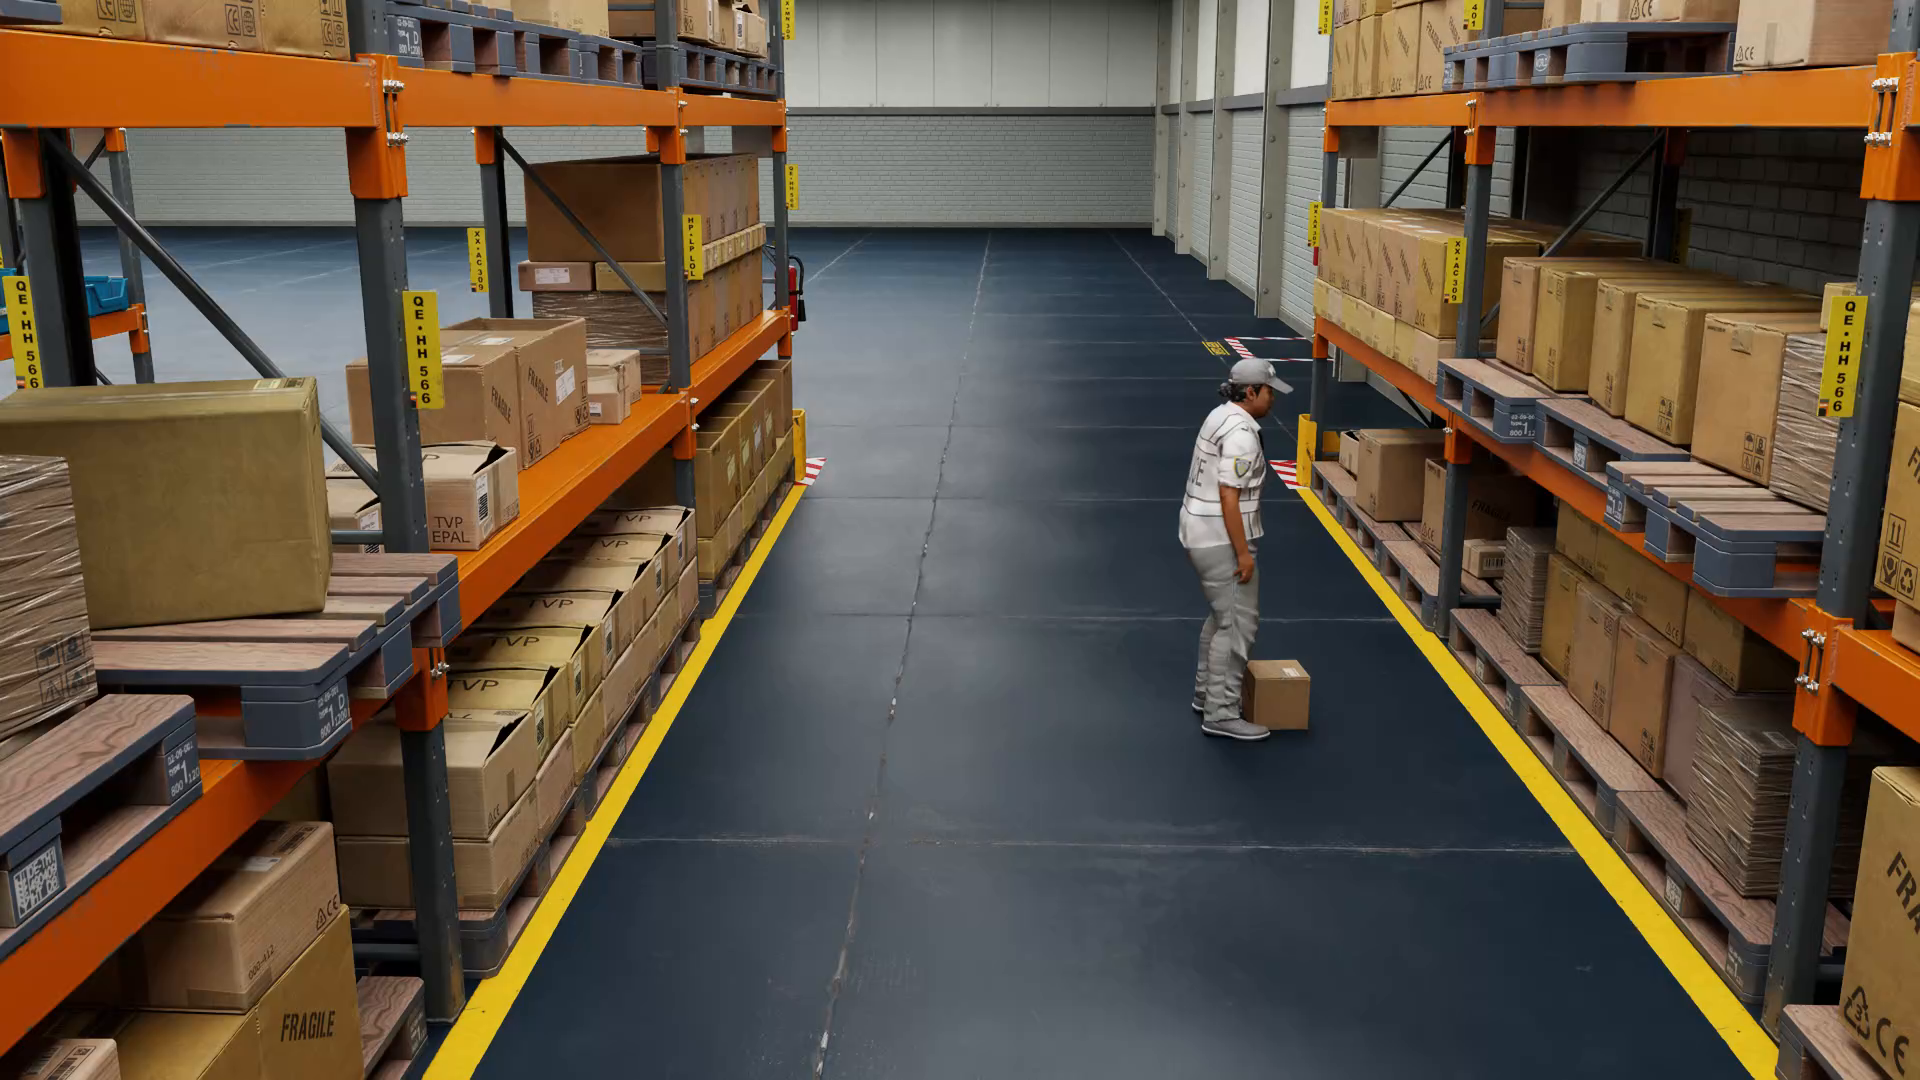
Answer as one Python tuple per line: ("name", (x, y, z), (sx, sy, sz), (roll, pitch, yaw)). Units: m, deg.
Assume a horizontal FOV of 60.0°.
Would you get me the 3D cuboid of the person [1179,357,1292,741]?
("person", (1.217, 0.020, 7.408), (0.465, 1.666, 0.538), (0, 14, 2))
